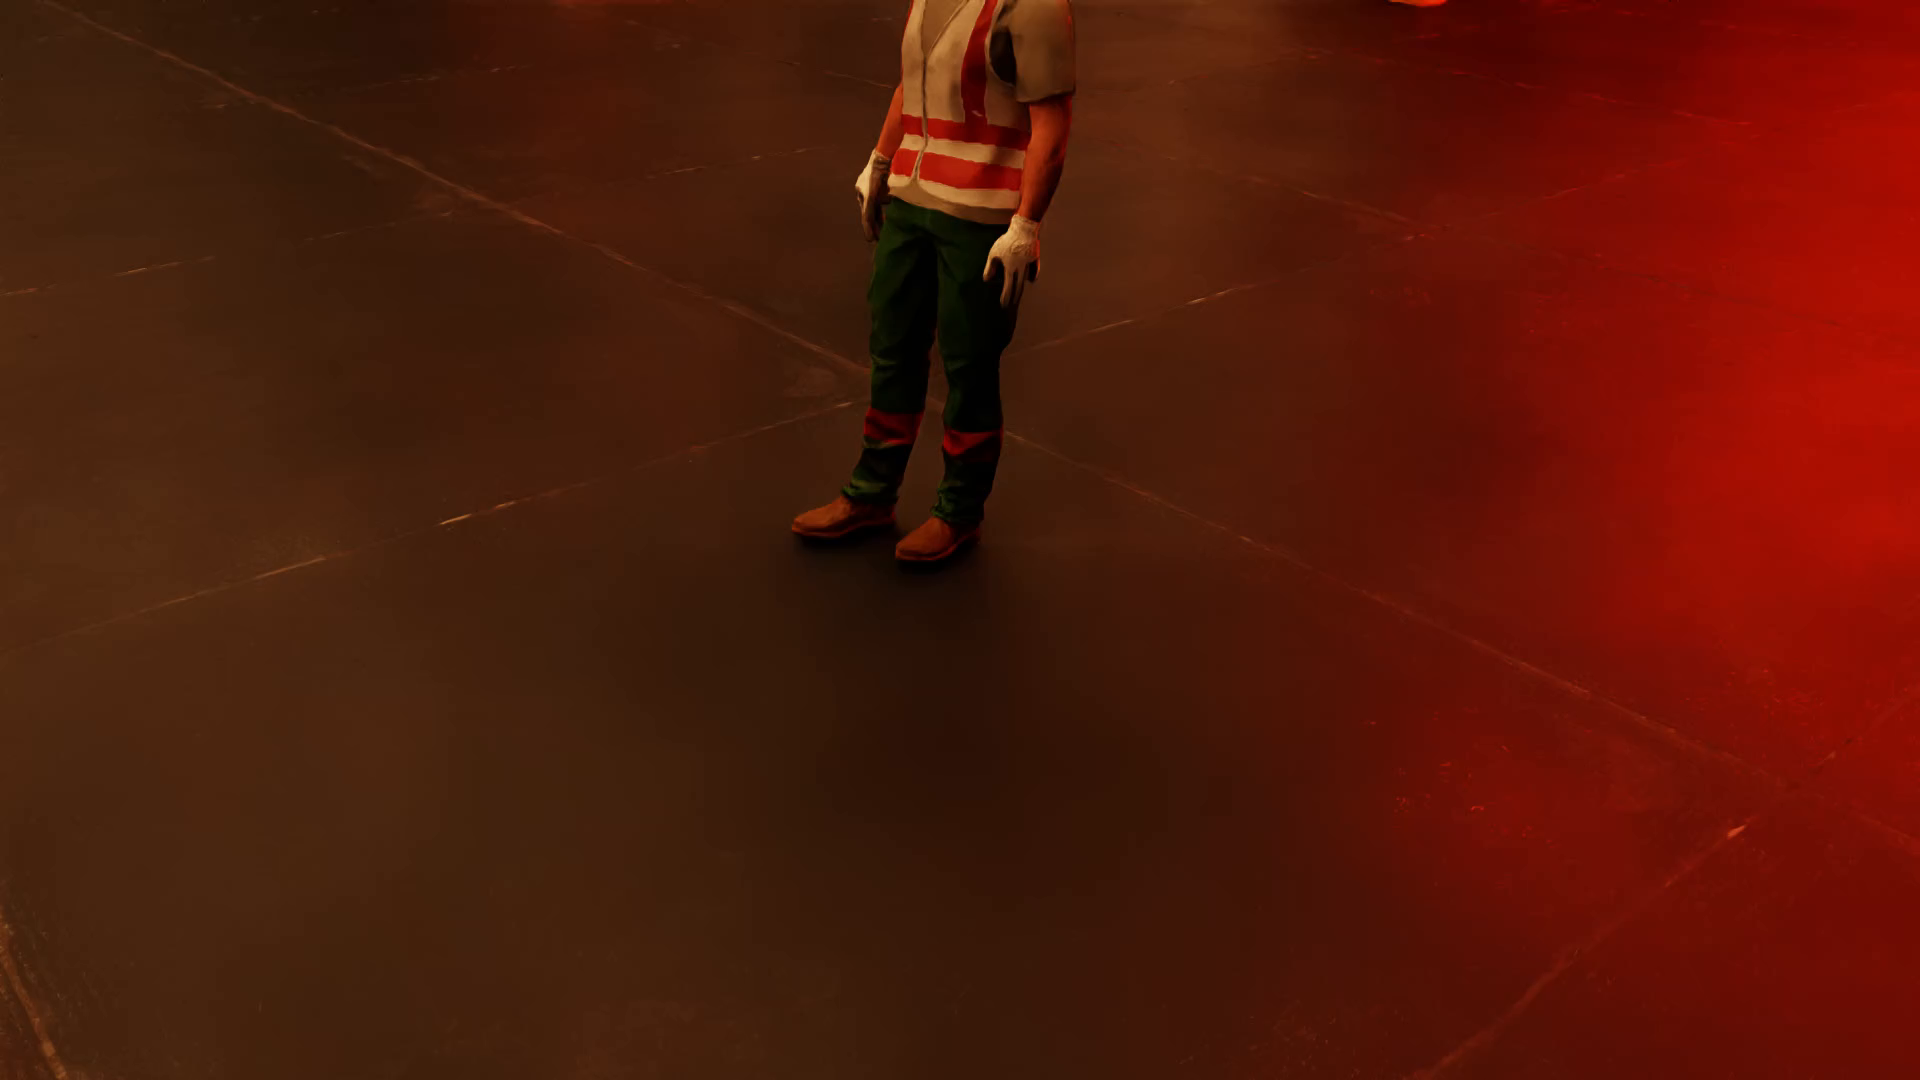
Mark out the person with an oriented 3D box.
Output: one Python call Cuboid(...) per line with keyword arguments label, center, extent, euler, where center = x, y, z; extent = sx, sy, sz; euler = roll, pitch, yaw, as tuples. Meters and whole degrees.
Cuboid(label="person", center=(-0.069, -0.789, 4.062), extent=(0.563, 1.787, 0.637), euler=(-20, 33, -35))
